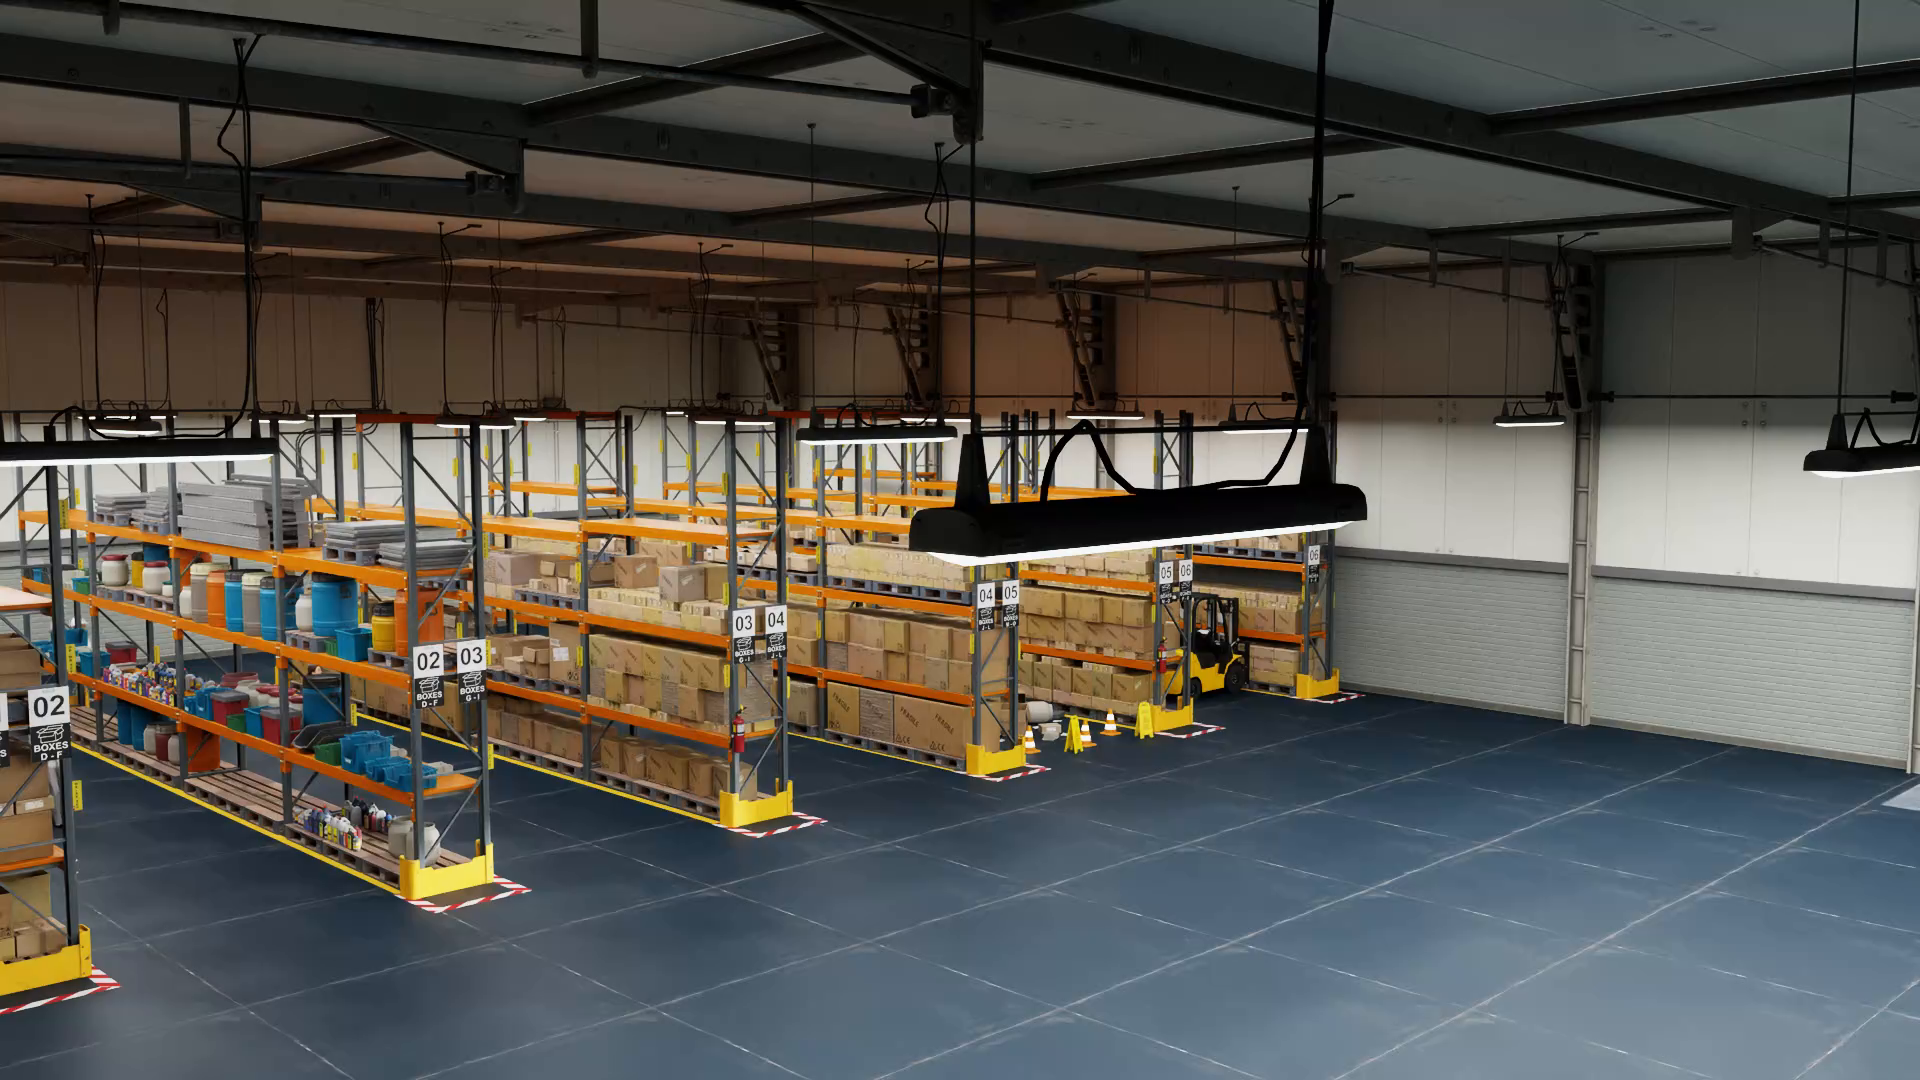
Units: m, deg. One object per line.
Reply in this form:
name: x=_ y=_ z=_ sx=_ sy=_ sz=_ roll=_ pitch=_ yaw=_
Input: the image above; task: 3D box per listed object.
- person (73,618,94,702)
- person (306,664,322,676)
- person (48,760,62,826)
person: x=-17.977 y=2.466 z=34.225 sx=0.471 sy=1.758 sz=0.578 roll=-3 pitch=6 yaw=-34
person: x=-11.188 y=2.992 z=28.971 sx=0.481 sy=1.704 sz=0.383 roll=4 pitch=7 yaw=41
person: x=-13.485 y=3.361 z=24.631 sx=0.880 sy=1.639 sz=0.561 roll=3 pitch=6 yaw=35
